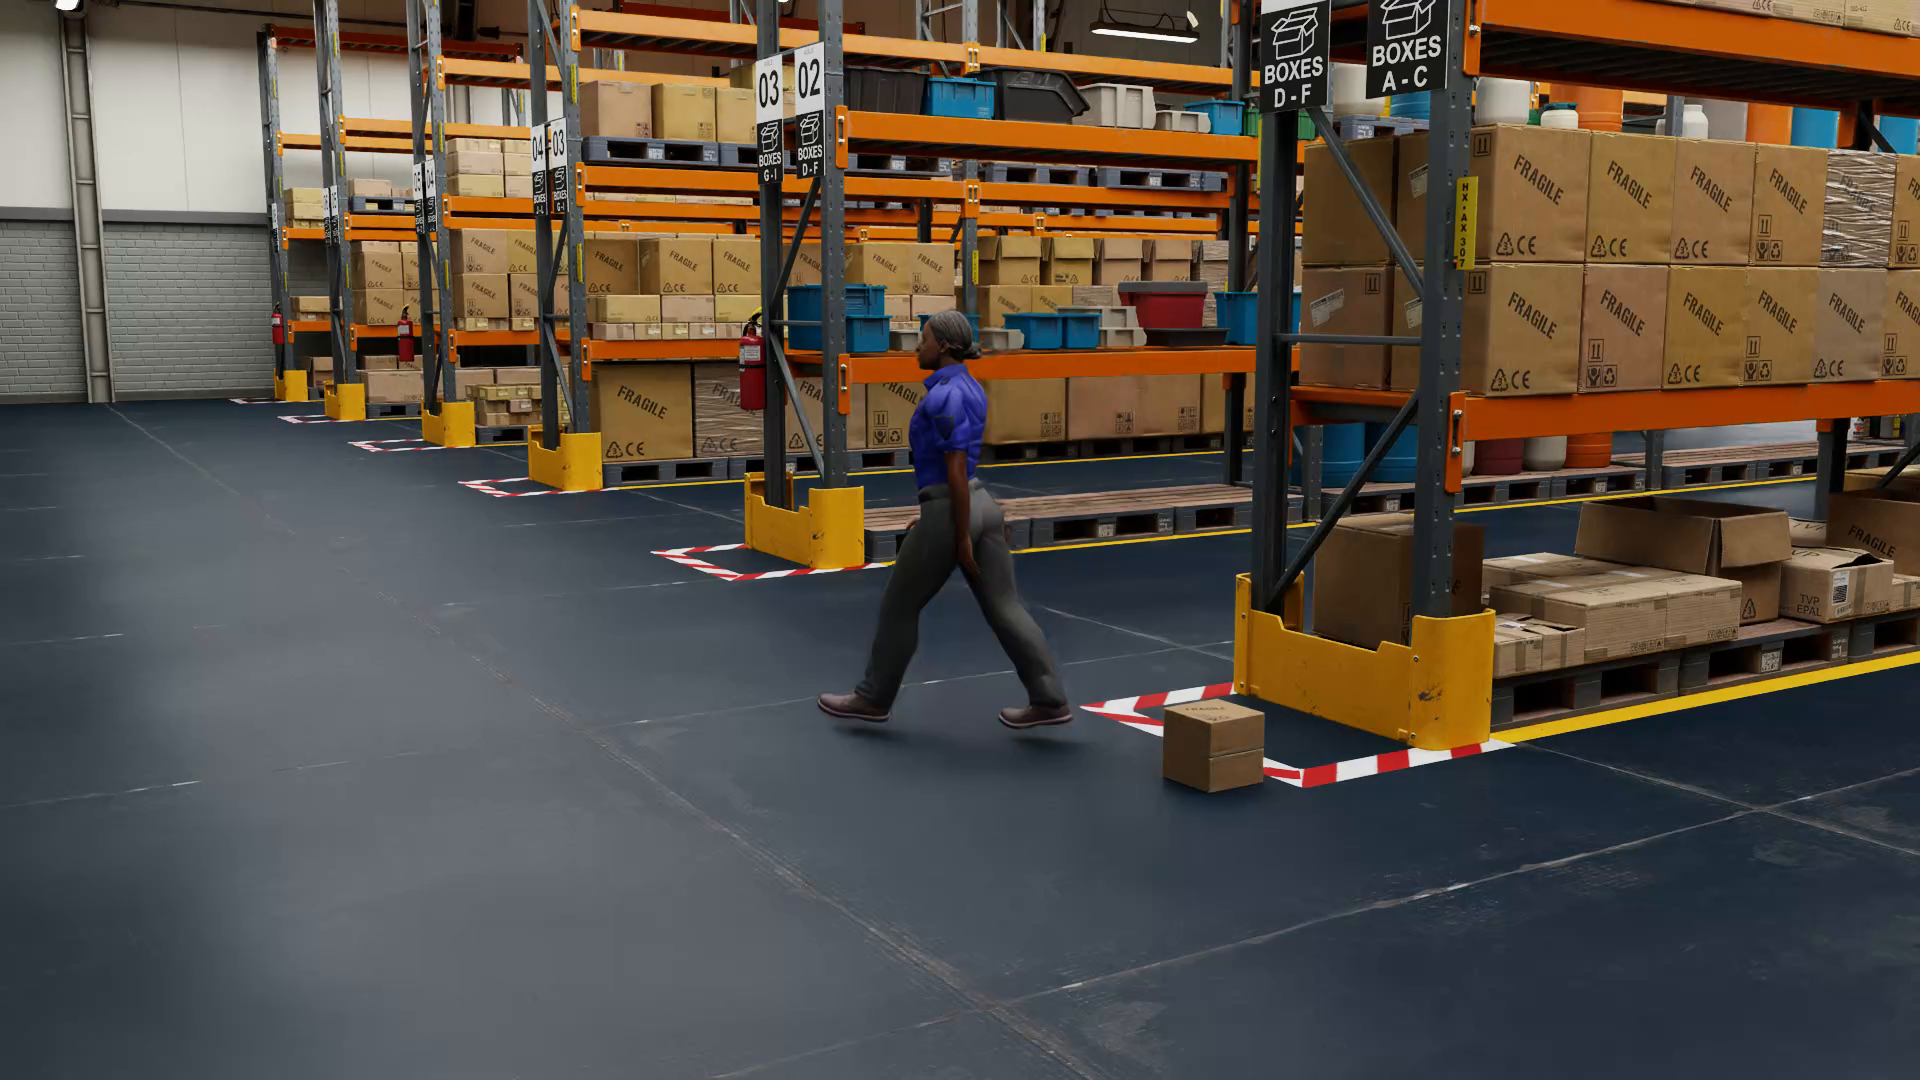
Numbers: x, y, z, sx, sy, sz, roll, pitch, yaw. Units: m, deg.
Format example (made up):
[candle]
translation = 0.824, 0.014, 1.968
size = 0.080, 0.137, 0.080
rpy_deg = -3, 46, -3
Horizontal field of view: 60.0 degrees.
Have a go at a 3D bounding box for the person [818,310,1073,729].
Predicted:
[person]
translation = -0.053, -0.070, 6.347
size = 1.013, 1.578, 0.439
rpy_deg = 4, 9, 25
